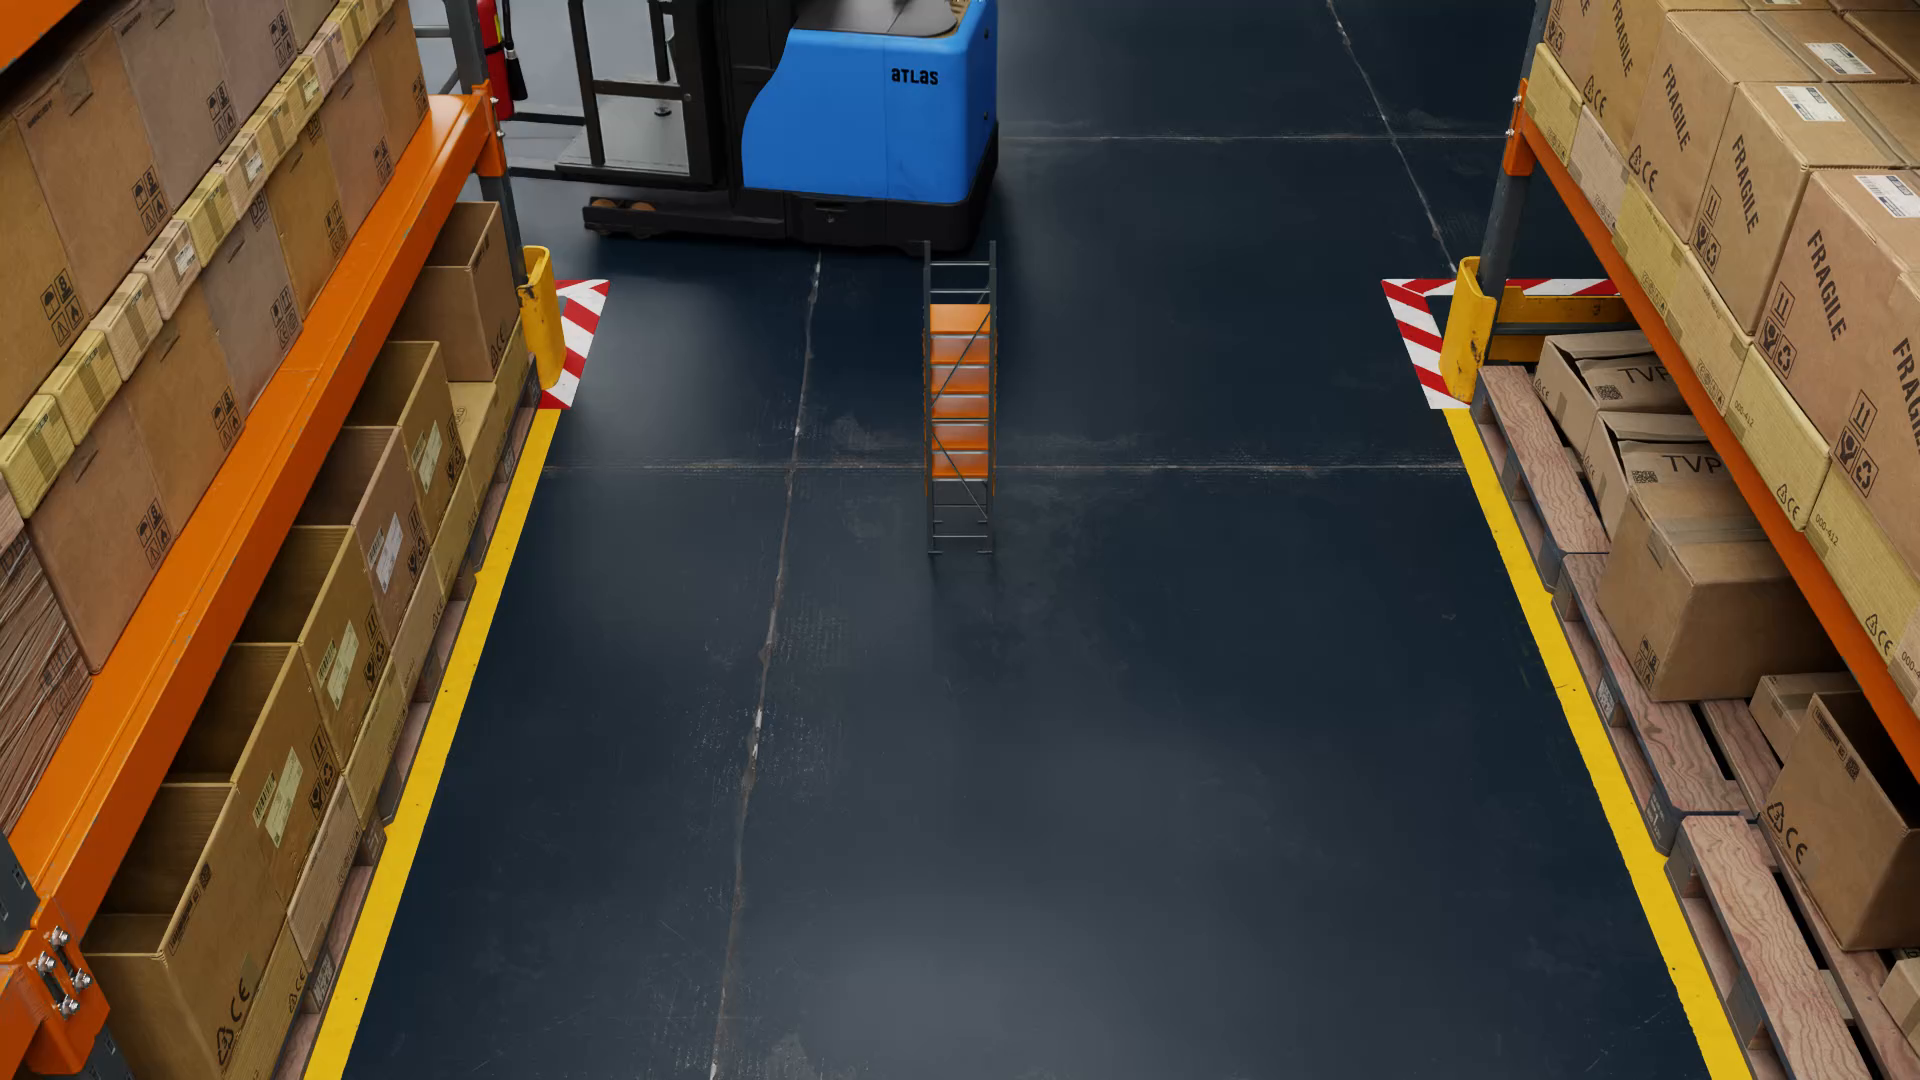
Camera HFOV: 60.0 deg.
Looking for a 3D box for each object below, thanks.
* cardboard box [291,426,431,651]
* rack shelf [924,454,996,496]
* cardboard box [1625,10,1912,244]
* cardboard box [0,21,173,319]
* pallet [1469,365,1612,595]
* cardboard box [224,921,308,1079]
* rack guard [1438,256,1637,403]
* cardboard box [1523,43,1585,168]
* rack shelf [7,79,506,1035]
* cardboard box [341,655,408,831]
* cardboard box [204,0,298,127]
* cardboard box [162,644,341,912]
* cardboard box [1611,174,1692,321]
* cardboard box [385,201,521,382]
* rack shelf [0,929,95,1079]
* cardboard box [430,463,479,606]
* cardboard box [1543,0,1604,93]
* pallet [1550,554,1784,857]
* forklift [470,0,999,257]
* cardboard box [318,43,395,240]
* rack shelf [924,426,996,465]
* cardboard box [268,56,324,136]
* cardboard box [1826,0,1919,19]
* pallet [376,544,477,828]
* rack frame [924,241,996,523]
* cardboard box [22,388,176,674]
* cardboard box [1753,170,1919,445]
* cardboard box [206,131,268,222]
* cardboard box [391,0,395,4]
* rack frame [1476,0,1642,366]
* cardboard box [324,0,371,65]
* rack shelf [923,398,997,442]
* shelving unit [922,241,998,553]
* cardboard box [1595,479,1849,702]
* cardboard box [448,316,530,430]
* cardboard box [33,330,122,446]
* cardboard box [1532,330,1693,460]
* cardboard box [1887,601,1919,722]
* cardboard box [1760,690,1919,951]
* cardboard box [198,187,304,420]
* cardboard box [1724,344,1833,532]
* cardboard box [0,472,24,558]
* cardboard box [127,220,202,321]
[{"bbox_3d":[-1.987,-0.005,5.121,0.500,0.500,0.500,0,39,0],"label":"cardboard box"},{"bbox_3d":[0.000,-0.255,6.064,0.258,0.103,0.180,0,39,0],"label":"rack shelf"},{"bbox_3d":[2.338,-1.212,4.868,0.500,0.500,0.500,-1,39,-2],"label":"cardboard box"},{"bbox_3d":[-2.305,-0.845,3.789,0.700,0.500,0.500,0,39,0],"label":"cardboard box"},{"bbox_3d":[2.619,-0.257,6.402,1.003,0.211,1.213,0,39,0],"label":"pallet"},{"bbox_3d":[-1.993,1.226,4.185,0.500,0.250,0.500,0,39,0],"label":"cardboard box"},{"bbox_3d":[2.653,-0.878,6.946,1.175,0.500,0.348,0,39,0],"label":"rack guard"},{"bbox_3d":[2.336,-1.545,5.883,0.500,0.250,0.500,-1,39,-1],"label":"cardboard box"},{"bbox_3d":[-2.298,-0.363,4.880,1.077,0.370,4.000,0,39,0],"label":"rack shelf"},{"bbox_3d":[-1.984,0.600,4.965,0.500,0.250,0.500,0,39,0],"label":"cardboard box"},{"bbox_3d":[-2.305,-1.471,4.569,0.700,0.500,0.500,0,39,0],"label":"cardboard box"},{"bbox_3d":[-1.992,0.620,4.341,0.500,0.500,0.500,0,39,0],"label":"cardboard box"},{"bbox_3d":[2.346,-0.901,5.080,0.500,0.250,0.500,-1,39,-1],"label":"cardboard box"},{"bbox_3d":[-2.002,-0.943,6.292,0.500,0.500,0.500,0,39,0],"label":"cardboard box"},{"bbox_3d":[-2.294,2.138,1.759,1.077,0.370,4.000,0,39,0],"label":"rack shelf"},{"bbox_3d":[-1.990,-0.025,5.746,0.500,0.250,0.500,0,39,0],"label":"cardboard box"},{"bbox_3d":[2.353,-1.844,5.656,0.500,0.500,0.500,0,39,0],"label":"cardboard box"},{"bbox_3d":[2.617,0.504,5.452,1.003,0.211,1.213,0,39,0],"label":"pallet"},{"bbox_3d":[-1.370,-2.928,7.560,3.031,2.935,1.130,6,39,8],"label":"forklift"},{"bbox_3d":[-2.308,-1.313,5.410,0.700,0.500,0.500,1,39,1],"label":"cardboard box"},{"bbox_3d":[0.000,-0.349,5.989,0.258,0.103,0.180,0,39,0],"label":"rack shelf"},{"bbox_3d":[-2.109,-1.303,4.879,0.380,0.149,0.250,1,39,1],"label":"cardboard box"},{"bbox_3d":[2.857,-1.533,5.269,0.500,0.500,0.500,0,39,1],"label":"cardboard box"},{"bbox_3d":[-2.259,0.433,5.541,1.003,0.211,1.213,0,39,0],"label":"pallet"},{"bbox_3d":[0.000,-0.534,5.957,0.240,1.200,0.006,0,39,0],"label":"rack frame"},{"bbox_3d":[-2.310,-0.040,3.821,0.700,0.500,0.500,0,39,-1],"label":"cardboard box"},{"bbox_3d":[2.352,-0.564,4.059,0.500,0.500,0.500,-1,39,-1],"label":"cardboard box"},{"bbox_3d":[-2.106,-0.978,4.473,0.380,0.149,0.250,-1,39,-1],"label":"cardboard box"},{"bbox_3d":[-2.110,-1.948,5.684,0.380,0.149,0.250,-1,39,-1],"label":"cardboard box"},{"bbox_3d":[2.653,-1.901,6.223,1.000,3.000,0.127,0,39,0],"label":"rack frame"},{"bbox_3d":[-2.108,-1.625,5.280,0.380,0.149,0.250,-1,39,-1],"label":"cardboard box"},{"bbox_3d":[0.000,-0.443,5.914,0.258,0.103,0.180,0,39,0],"label":"rack shelf"},{"bbox_3d":[0.000,-0.477,5.886,0.258,1.200,0.189,0,39,0],"label":"shelving unit"},{"bbox_3d":[2.515,0.151,5.310,0.700,0.500,0.500,-2,39,-3],"label":"cardboard box"},{"bbox_3d":[-2.005,-0.651,6.526,0.500,0.250,0.500,0,39,0],"label":"cardboard box"},{"bbox_3d":[-2.107,-0.336,3.672,0.380,0.149,0.250,0,39,0],"label":"cardboard box"},{"bbox_3d":[2.564,-0.590,6.386,0.500,0.311,0.500,-4,39,-5],"label":"cardboard box"},{"bbox_3d":[2.354,0.355,3.512,0.500,0.250,0.500,0,39,0],"label":"cardboard box"},{"bbox_3d":[2.616,0.755,4.556,0.500,0.500,0.500,-3,39,-3],"label":"cardboard box"},{"bbox_3d":[-2.308,-0.674,4.612,0.700,0.500,0.500,1,39,1],"label":"cardboard box"},{"bbox_3d":[2.346,-0.271,4.293,0.500,0.250,0.500,0,39,0],"label":"cardboard box"},{"bbox_3d":[-2.103,-0.011,3.266,0.380,0.149,0.250,0,39,1],"label":"cardboard box"},{"bbox_3d":[-2.108,-0.660,4.076,0.380,0.149,0.250,-1,39,-1],"label":"cardboard box"}]
